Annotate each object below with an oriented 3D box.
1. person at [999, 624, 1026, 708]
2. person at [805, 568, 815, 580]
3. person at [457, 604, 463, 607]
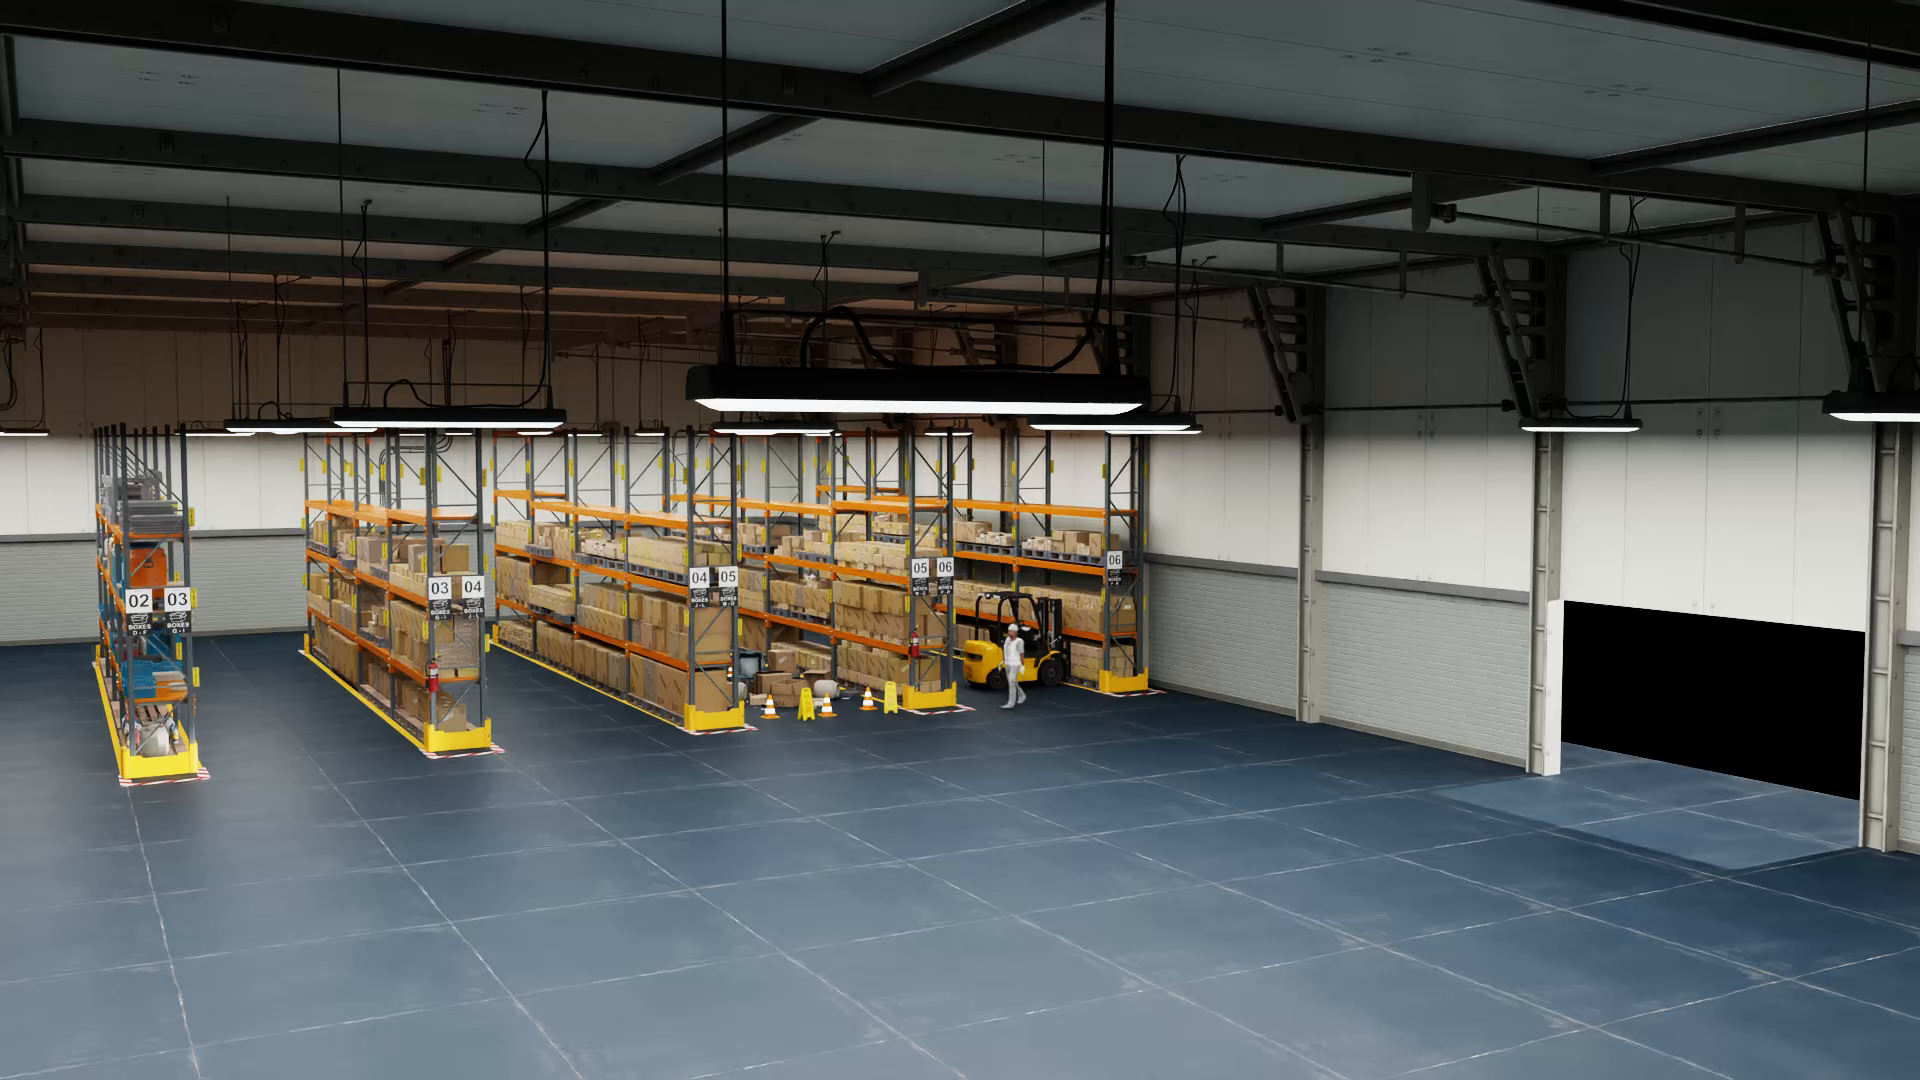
[{"bbox_3d":[1.165,2.680,35.572,0.804,1.775,0.542,-2,4,-33],"label":"person"},{"bbox_3d":[-4.794,1.687,52.684,1.102,1.678,0.521,-3,5,-43],"label":"person"},{"bbox_3d":[-14.515,1.986,48.336,0.464,1.577,1.002,-1,4,-13],"label":"person"}]
